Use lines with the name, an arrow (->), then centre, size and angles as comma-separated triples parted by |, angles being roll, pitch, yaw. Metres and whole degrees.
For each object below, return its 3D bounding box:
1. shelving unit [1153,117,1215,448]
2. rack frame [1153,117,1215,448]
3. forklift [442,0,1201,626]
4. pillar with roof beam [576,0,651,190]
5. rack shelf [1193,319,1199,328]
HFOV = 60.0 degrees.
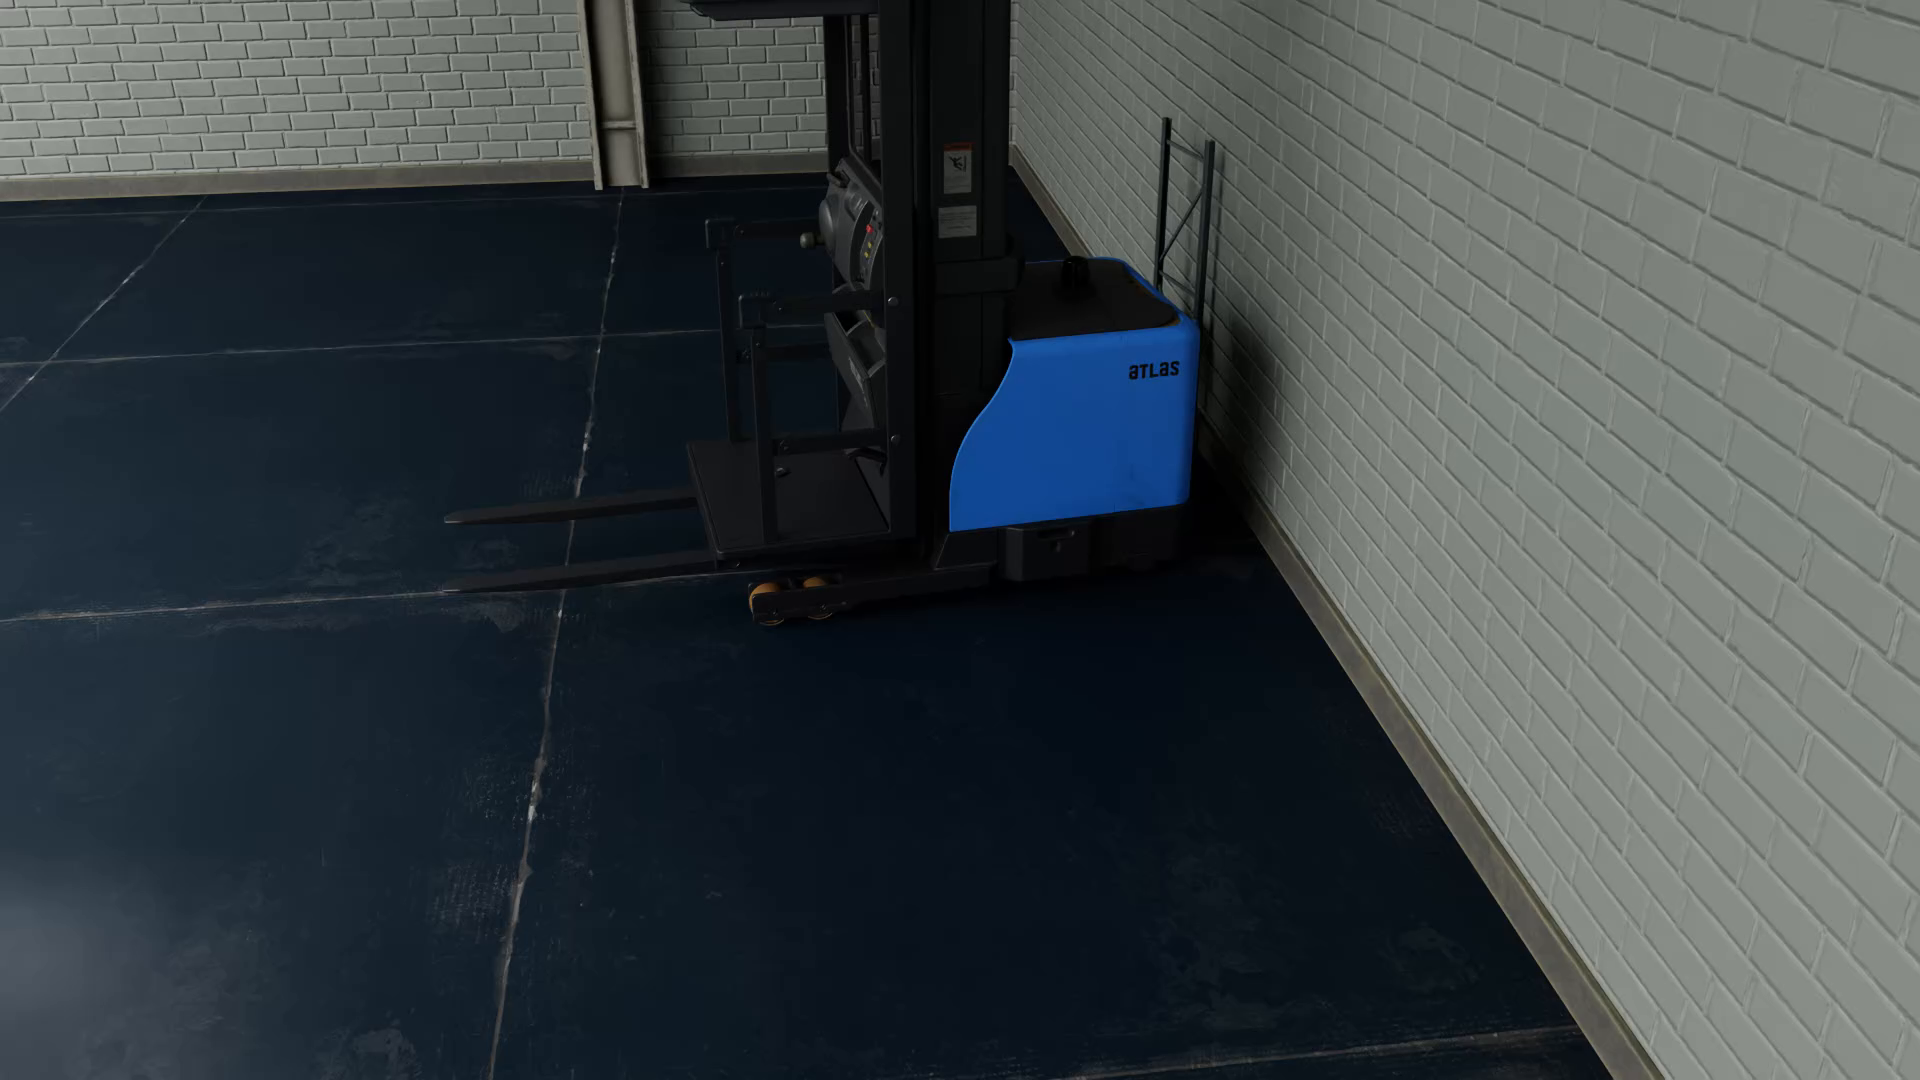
shelving unit -> 0.568, -1.149, 7.846 | 1.048, 1.500, 0.538 | -9, 28, -17
rack frame -> 1.050, -1.223, 7.991 | 0.032, 1.500, 0.500 | -9, 28, -17
forklift -> -0.606, -1.232, 6.440 | 3.031, 2.935, 1.130 | -7, 28, -13
pillar with roof beam -> -1.922, -4.730, 6.610 | 0.400, 9.000, 9.100 | -4, 27, -7
rack shelf -> 0.568, -0.989, 7.928 | 1.000, 0.185, 0.538 | -9, 28, -17
